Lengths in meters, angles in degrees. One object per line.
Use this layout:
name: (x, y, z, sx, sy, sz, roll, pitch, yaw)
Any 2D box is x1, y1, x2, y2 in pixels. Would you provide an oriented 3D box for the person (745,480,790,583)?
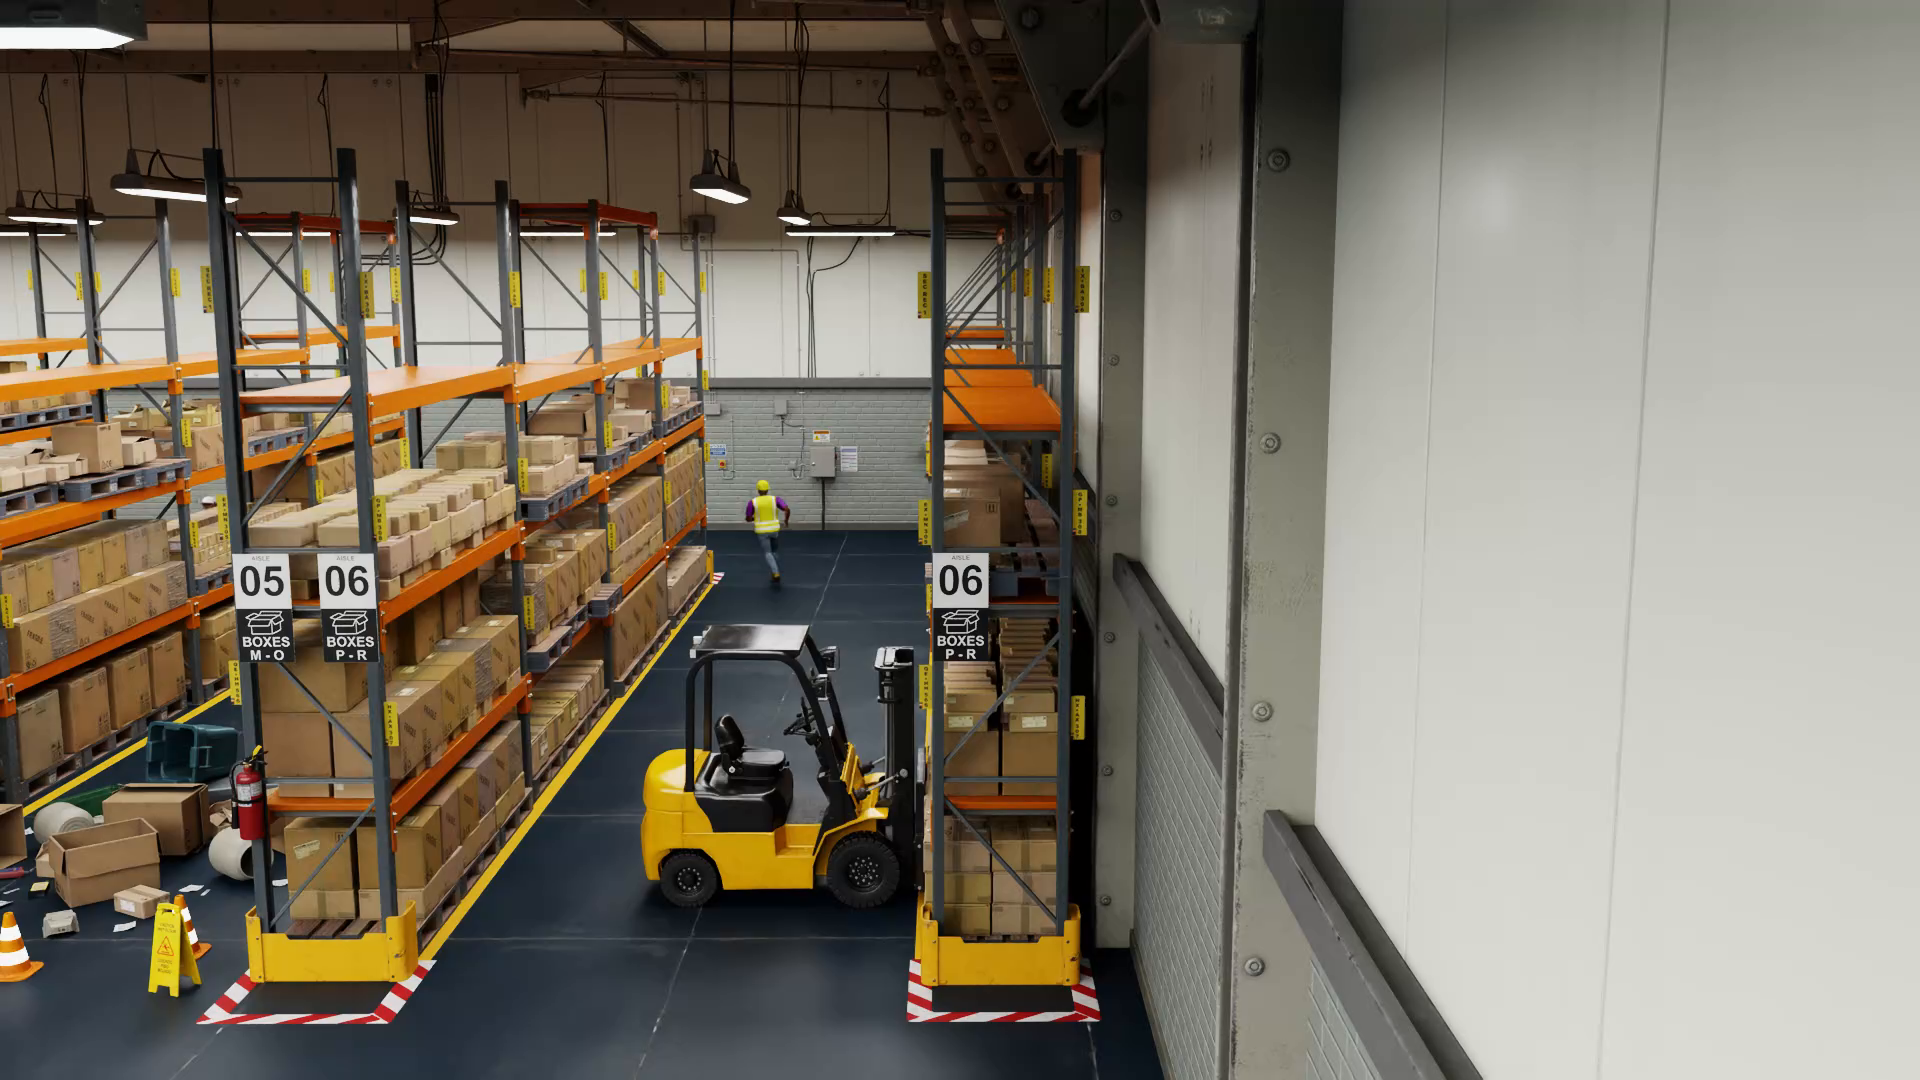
person: (-3.215, -0.107, 27.698, 0.725, 1.778, 0.919, -3, 10, -18)

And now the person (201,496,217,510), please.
person: (-11.501, 0.202, 25.610, 0.695, 1.775, 0.944, 0, 9, 0)
